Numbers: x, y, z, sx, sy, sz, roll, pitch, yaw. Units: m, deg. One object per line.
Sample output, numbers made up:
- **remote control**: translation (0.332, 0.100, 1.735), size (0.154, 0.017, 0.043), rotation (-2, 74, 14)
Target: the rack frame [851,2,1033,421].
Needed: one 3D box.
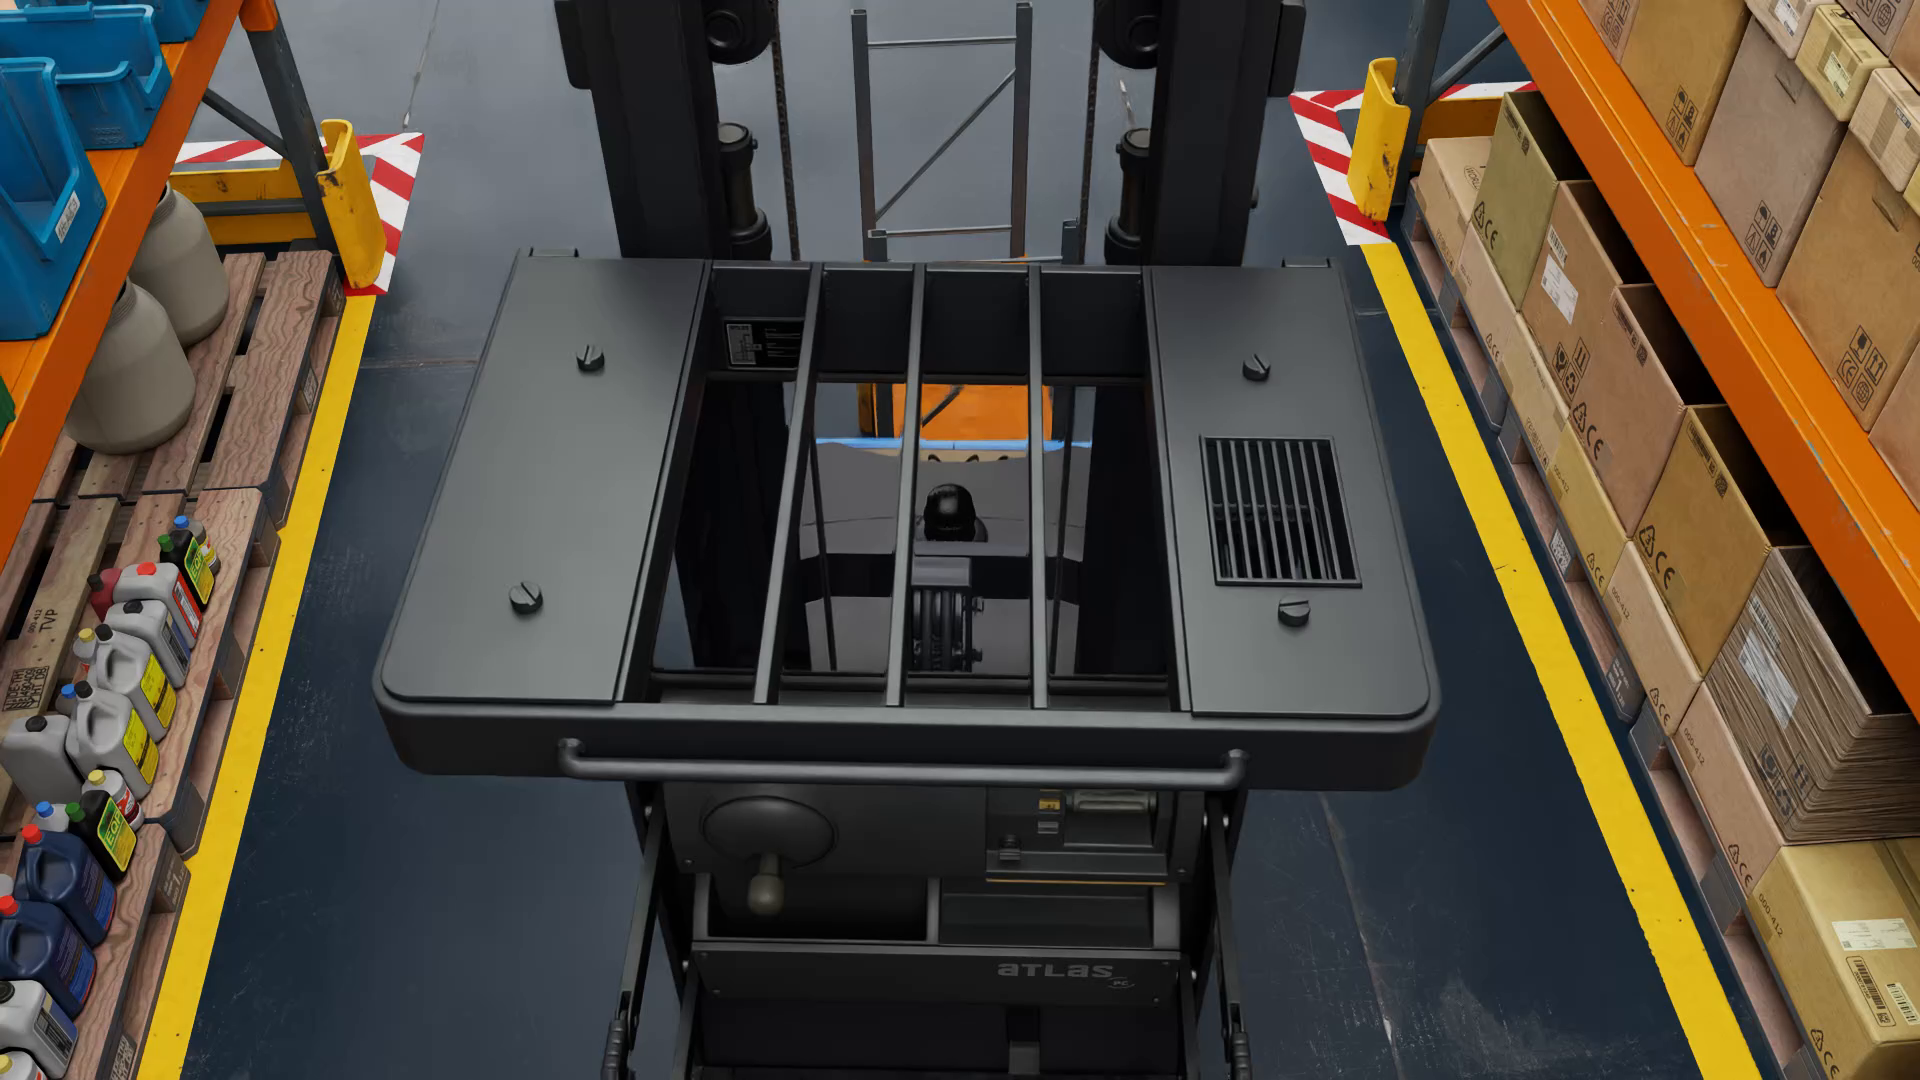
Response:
- **rack frame**: translation (-0.050, -0.945, 5.112), size (0.500, 1.500, 0.032), rotation (-3, 47, -3)

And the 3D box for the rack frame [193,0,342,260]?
- **rack frame**: translation (-2.806, -2.101, 5.174), size (1.000, 3.000, 0.127), rotation (-3, 47, -3)

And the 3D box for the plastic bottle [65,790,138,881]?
- **plastic bottle**: translation (-2.113, 0.708, 4.082), size (0.061, 0.283, 0.133), rotation (-2, 47, -2)

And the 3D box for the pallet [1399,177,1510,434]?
- **pallet**: translation (2.236, -0.890, 5.947), size (1.003, 0.211, 1.213), rotation (-3, 47, -3)

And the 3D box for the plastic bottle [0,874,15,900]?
- **plastic bottle**: translation (-2.257, 0.873, 3.933), size (0.097, 0.271, 0.097), rotation (0, 47, 0)

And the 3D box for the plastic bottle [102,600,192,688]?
- **plastic bottle**: translation (-2.210, 0.271, 4.501), size (0.152, 0.276, 0.135), rotation (-5, 47, -4)

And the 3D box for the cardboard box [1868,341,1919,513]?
- **cardboard box**: translation (2.372, -0.242, 3.344), size (0.700, 0.500, 0.500), rotation (-4, 47, -4)

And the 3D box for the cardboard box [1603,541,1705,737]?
- **cardboard box**: translation (2.120, 0.250, 4.552), size (0.500, 0.250, 0.500), rotation (-3, 47, -3)

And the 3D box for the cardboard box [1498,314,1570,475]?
- **cardboard box**: translation (2.041, -0.474, 5.237), size (0.500, 0.250, 0.500), rotation (-3, 47, -3)

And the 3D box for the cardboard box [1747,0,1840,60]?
- **cardboard box**: translation (2.077, -1.248, 3.850), size (0.380, 0.149, 0.250), rotation (-3, 47, -3)

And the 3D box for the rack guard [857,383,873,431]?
- **rack guard**: translation (-0.048, -0.501, 5.553), size (0.587, 0.250, 0.087), rotation (-3, 47, -3)

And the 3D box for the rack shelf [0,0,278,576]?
- **rack shelf**: translation (-2.638, -0.407, 4.065), size (1.077, 0.370, 4.000), rotation (-3, 47, -3)

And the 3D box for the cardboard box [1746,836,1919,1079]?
- **cardboard box**: translation (2.209, 0.973, 3.867), size (0.500, 0.250, 0.500), rotation (-3, 47, -3)

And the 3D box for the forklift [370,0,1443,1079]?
- **forklift**: translation (-0.047, 0.551, 2.710), size (1.130, 2.935, 3.031), rotation (1, 47, 1)

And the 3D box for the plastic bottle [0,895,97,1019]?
- **plastic bottle**: translation (-2.125, 0.943, 3.812), size (0.144, 0.351, 0.185), rotation (-2, 47, -2)

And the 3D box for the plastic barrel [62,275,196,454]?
- **plastic barrel**: translation (-2.632, -0.556, 5.135), size (0.421, 0.512, 0.421), rotation (0, 47, 0)

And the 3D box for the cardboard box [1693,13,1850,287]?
- **cardboard box**: translation (2.289, -0.976, 4.039), size (0.700, 0.500, 0.500), rotation (-2, 47, -2)

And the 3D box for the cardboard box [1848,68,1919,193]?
- **cardboard box**: translation (2.125, -0.865, 3.488), size (0.380, 0.149, 0.250), rotation (-2, 47, -2)

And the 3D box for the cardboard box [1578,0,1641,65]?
- **cardboard box**: translation (2.206, -1.716, 4.740), size (0.700, 0.500, 0.500), rotation (-2, 47, -2)

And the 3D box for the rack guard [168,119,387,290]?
- **rack guard**: translation (-2.752, -1.190, 6.032), size (1.175, 0.500, 0.348), rotation (-3, 47, -3)

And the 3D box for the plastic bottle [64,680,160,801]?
- **plastic bottle**: translation (-2.176, 0.499, 4.233), size (0.144, 0.351, 0.185), rotation (-4, 47, -4)

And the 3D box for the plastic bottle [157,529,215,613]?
- **plastic bottle**: translation (-2.187, 0.067, 4.688), size (0.061, 0.283, 0.133), rotation (-2, 47, -2)

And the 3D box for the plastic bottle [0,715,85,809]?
- **plastic bottle**: translation (-2.322, 0.552, 4.234), size (0.152, 0.276, 0.135), rotation (-3, 47, -3)

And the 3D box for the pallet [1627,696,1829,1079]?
- **pallet**: translation (2.441, 0.875, 4.276), size (1.003, 0.211, 1.213), rotation (-3, 47, -3)

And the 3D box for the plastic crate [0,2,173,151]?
- **plastic crate**: translation (-2.417, -1.236, 4.457), size (0.499, 0.251, 0.408), rotation (-3, 47, -3)

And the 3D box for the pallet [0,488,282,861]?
- **pallet**: translation (-2.591, 0.378, 4.746), size (1.003, 0.211, 1.213), rotation (-3, 47, -3)

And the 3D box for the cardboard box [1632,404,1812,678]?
- **cardboard box**: translation (2.133, -0.009, 4.280), size (0.500, 0.500, 0.500), rotation (-3, 47, -3)

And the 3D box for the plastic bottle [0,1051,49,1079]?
- **plastic bottle**: translation (-2.078, 1.199, 3.672), size (0.097, 0.201, 0.097), rotation (0, 47, 0)

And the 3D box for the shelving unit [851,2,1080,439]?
- **shelving unit**: translation (-0.006, -0.571, 4.758), size (0.587, 1.500, 1.083), rotation (-3, 47, -3)

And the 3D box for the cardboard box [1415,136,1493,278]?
- **cardboard box**: translation (1.954, -1.197, 5.922), size (0.500, 0.250, 0.500), rotation (-3, 47, -3)

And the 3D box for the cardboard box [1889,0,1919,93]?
- **cardboard box**: translation (2.337, -1.035, 3.202), size (0.700, 0.500, 0.500), rotation (-4, 47, -3)

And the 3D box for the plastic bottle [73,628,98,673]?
- **plastic bottle**: translation (-2.332, 0.317, 4.508), size (0.097, 0.201, 0.097), rotation (0, 47, 0)

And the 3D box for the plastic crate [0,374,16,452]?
- **plastic crate**: translation (-2.303, -0.134, 3.457), size (0.450, 0.188, 0.662), rotation (-3, 47, -3)

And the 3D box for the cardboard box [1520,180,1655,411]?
- **cardboard box**: translation (2.052, -0.732, 4.966), size (0.500, 0.500, 0.500), rotation (-3, 47, -3)
